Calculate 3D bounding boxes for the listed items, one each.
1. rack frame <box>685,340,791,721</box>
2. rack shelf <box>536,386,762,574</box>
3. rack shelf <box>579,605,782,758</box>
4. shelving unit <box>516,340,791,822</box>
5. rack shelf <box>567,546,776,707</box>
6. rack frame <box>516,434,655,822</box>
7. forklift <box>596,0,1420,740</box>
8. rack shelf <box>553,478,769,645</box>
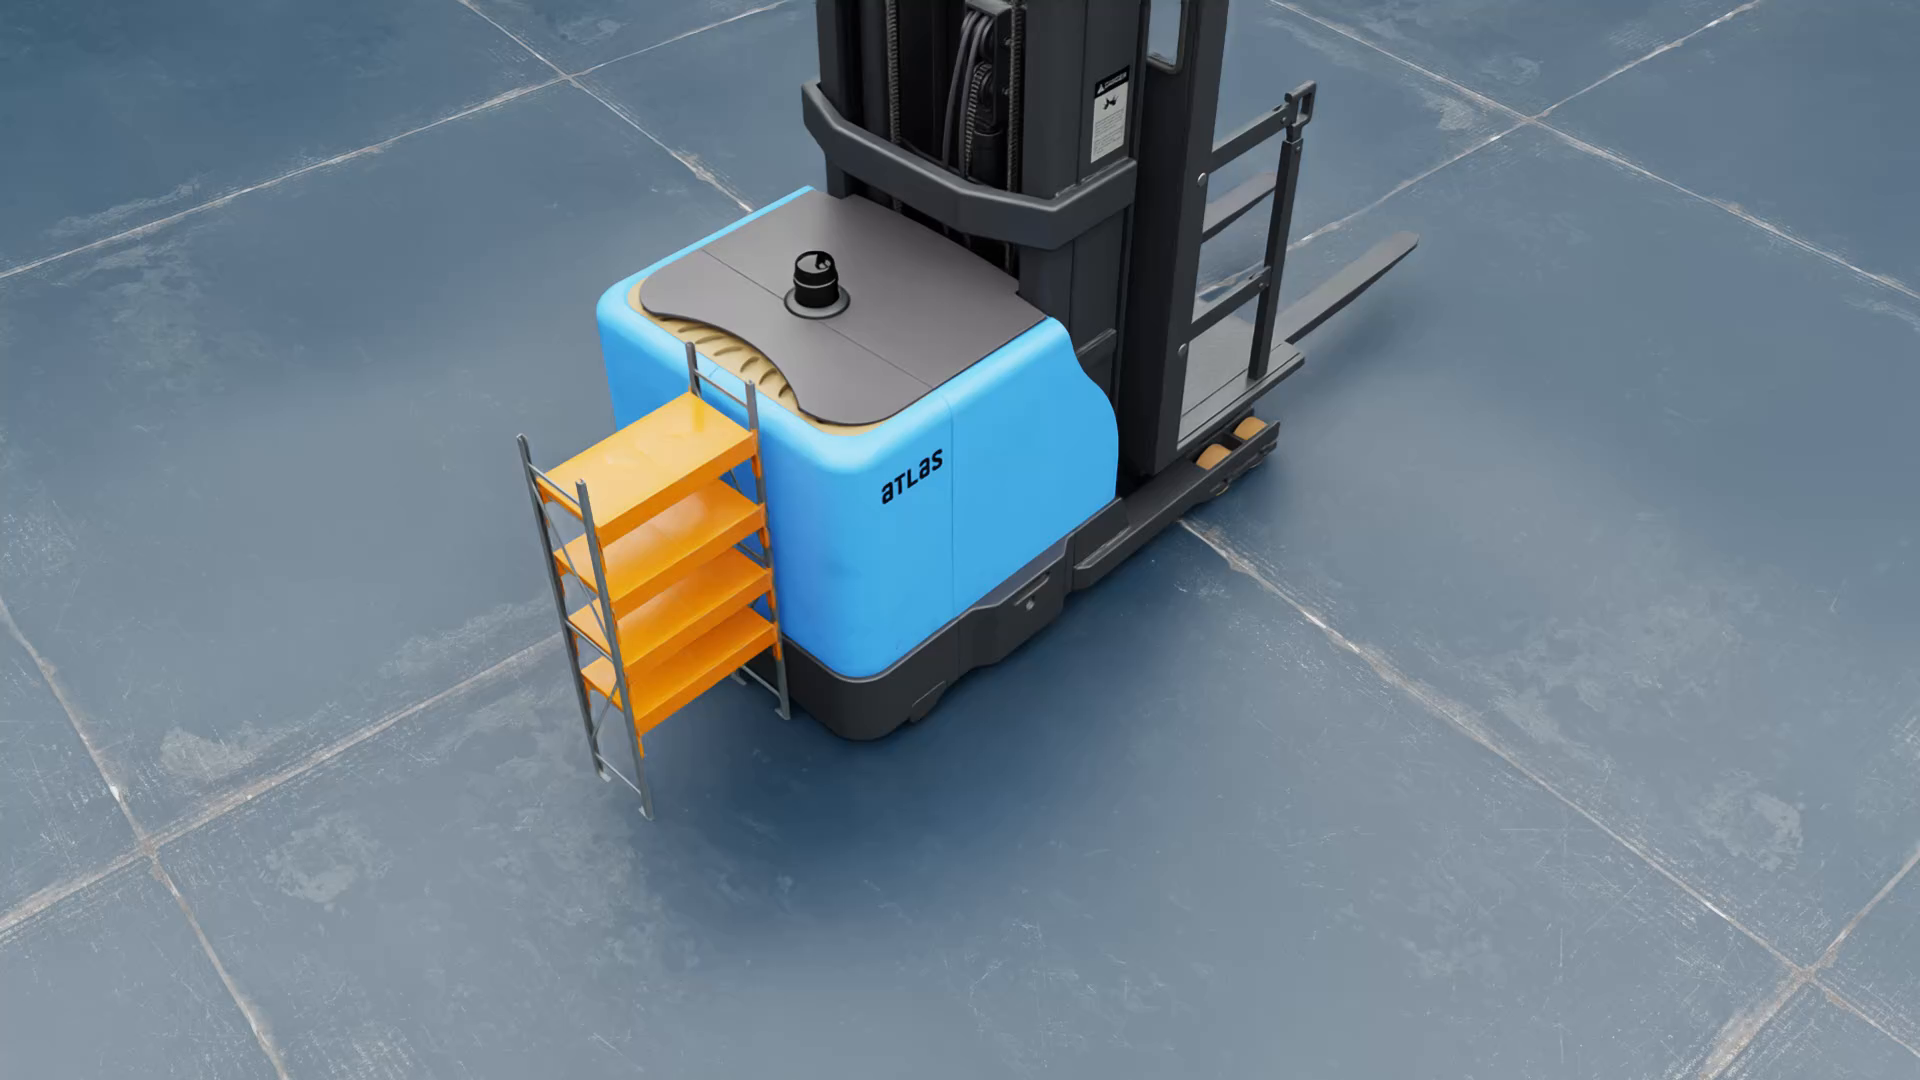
[{"bbox_3d":[-0.571,0.016,4.357,0.240,1.200,0.015,33,52,30],"label":"rack frame"},{"bbox_3d":[-0.740,-0.150,3.960,0.258,0.148,0.480,33,52,30],"label":"rack shelf"},{"bbox_3d":[-0.740,0.330,4.411,0.258,0.148,0.480,33,52,30],"label":"rack shelf"},{"bbox_3d":[-0.740,0.136,4.229,0.258,1.200,0.503,33,52,30],"label":"shelving unit"},{"bbox_3d":[-0.740,0.185,4.275,0.258,0.148,0.480,33,52,30],"label":"rack shelf"},{"bbox_3d":[-0.909,0.257,4.100,0.240,1.200,0.015,33,52,30],"label":"rack frame"},{"bbox_3d":[0.404,-1.432,4.634,1.130,2.935,3.031,33,52,30],"label":"forklift"},{"bbox_3d":[-0.740,0.022,4.122,0.258,0.148,0.480,33,52,30],"label":"rack shelf"}]
